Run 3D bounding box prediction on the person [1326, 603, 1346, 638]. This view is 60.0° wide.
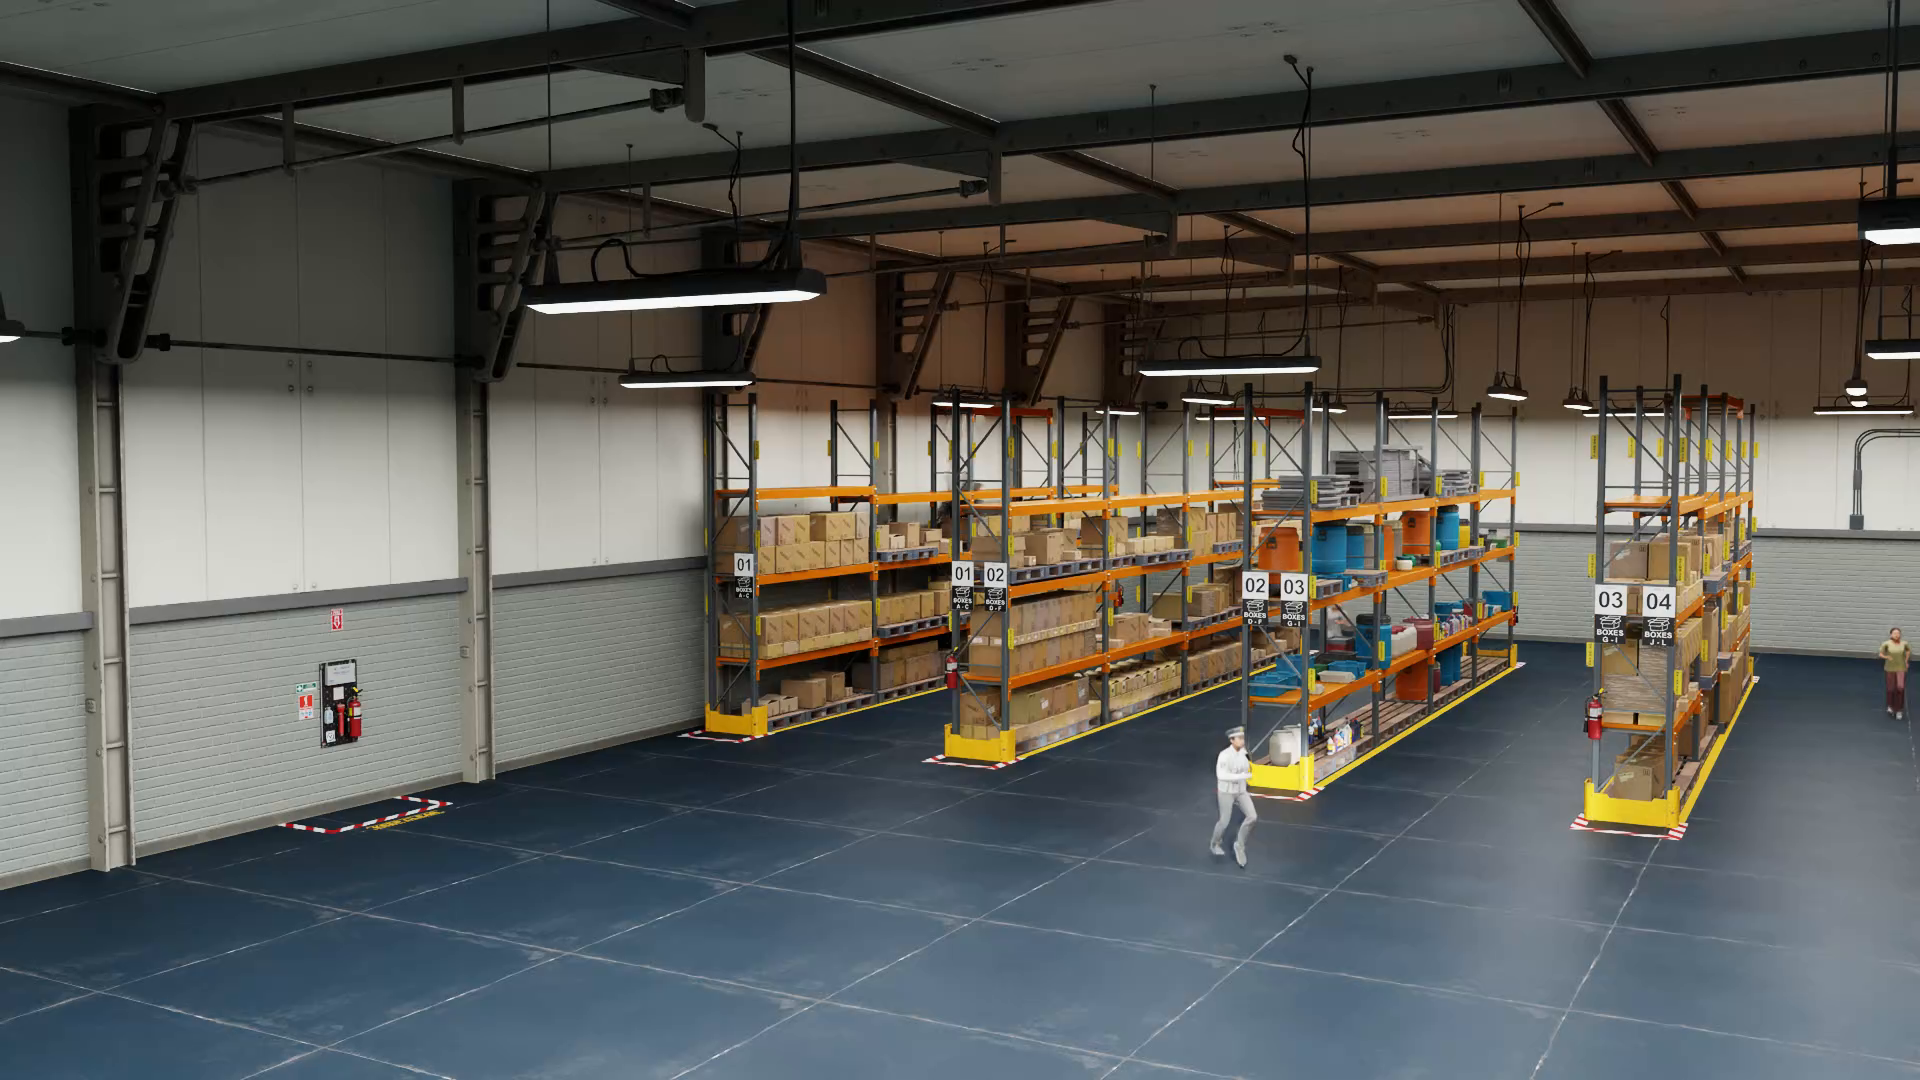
[{"bbox_3d":[8.502,2.127,37.877,0.550,1.645,0.720,1,3,17],"label":"person"}]

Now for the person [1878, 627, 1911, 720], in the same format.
[{"bbox_3d":[17.537,2.473,31.219,0.529,1.696,0.887,2,4,29],"label":"person"}]

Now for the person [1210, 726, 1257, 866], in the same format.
[{"bbox_3d":[3.309,3.071,20.145,0.640,1.691,0.798,-2,4,-32],"label":"person"}]
